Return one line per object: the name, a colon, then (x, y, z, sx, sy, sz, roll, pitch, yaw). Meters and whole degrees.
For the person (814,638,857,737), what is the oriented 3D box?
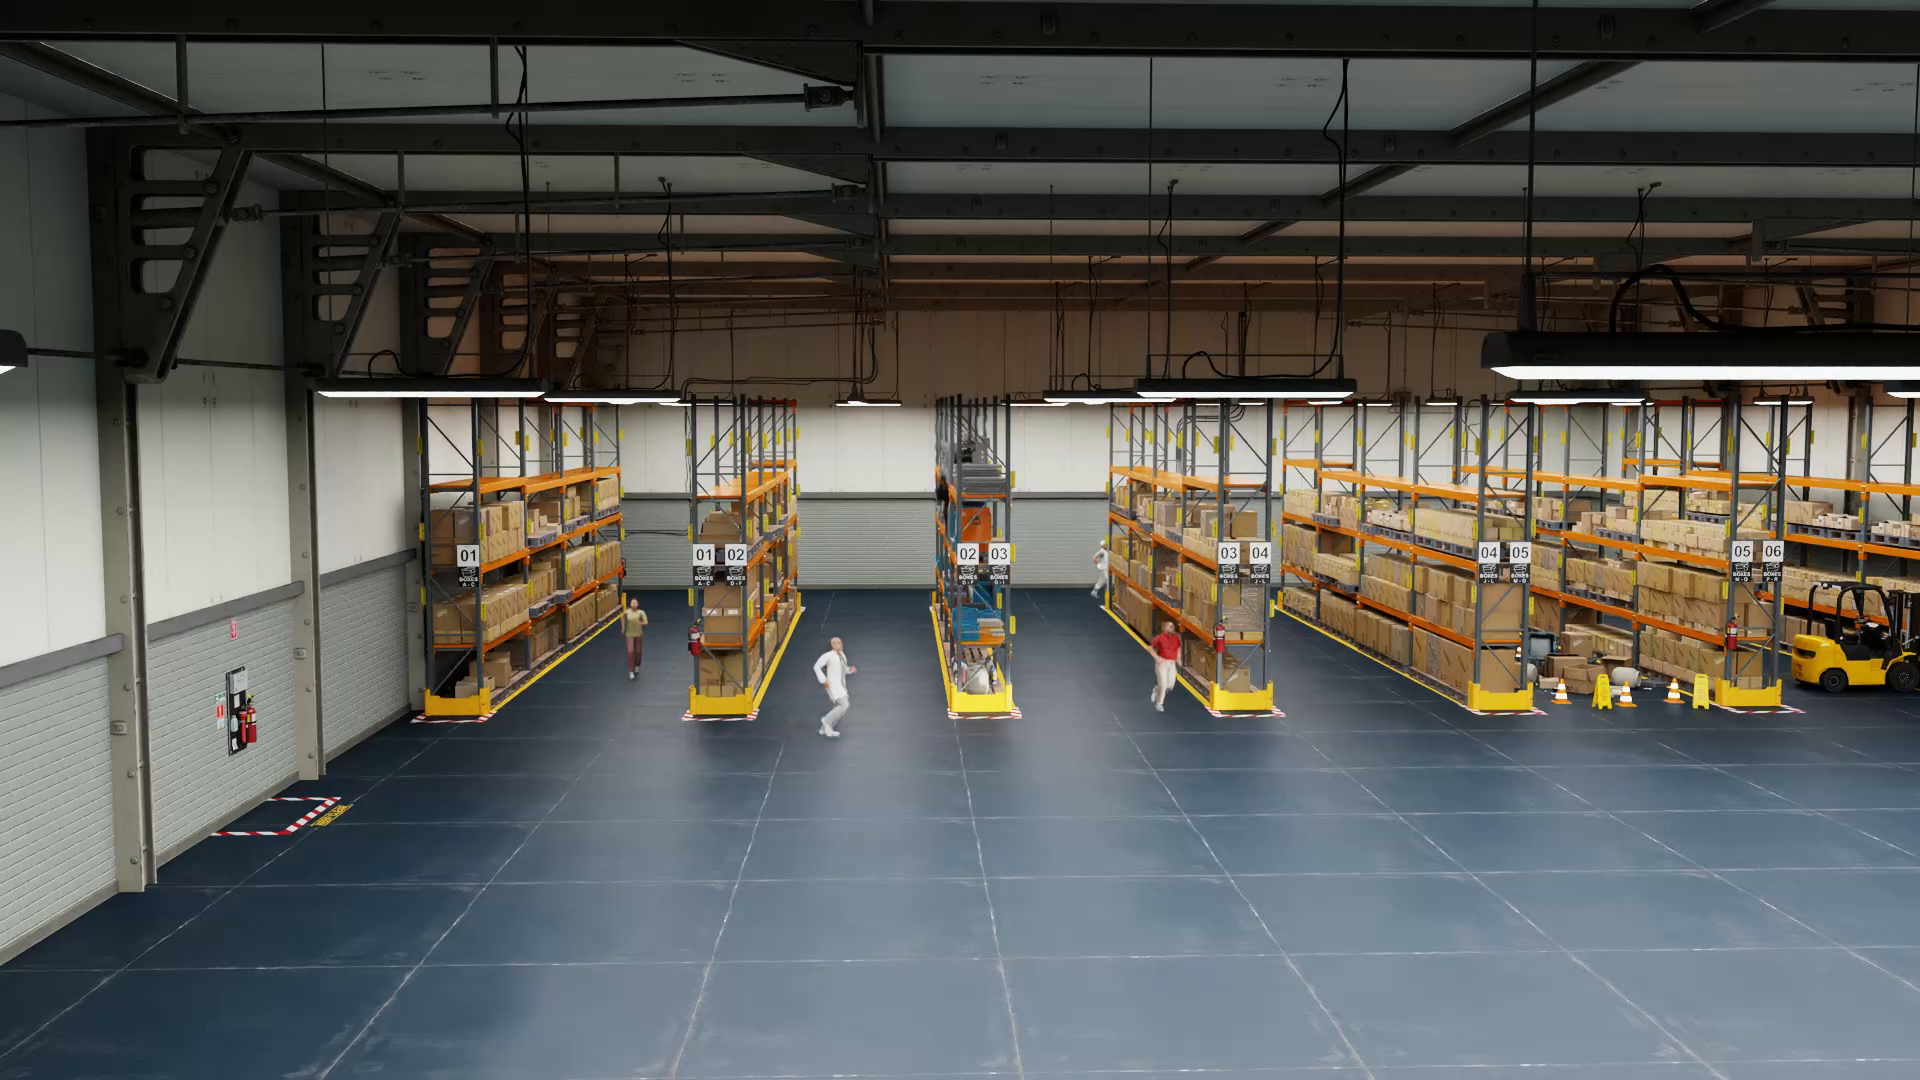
person: (-2.144, 2.570, 28.991, 0.694, 1.741, 0.706, 2, 5, 26)

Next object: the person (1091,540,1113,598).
person: (4.292, 0.918, 49.546, 0.843, 1.838, 0.656, 2, 5, 19)

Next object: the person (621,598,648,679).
person: (-6.952, 2.066, 35.547, 0.568, 1.678, 0.940, -1, 5, -12)

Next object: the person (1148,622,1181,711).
person: (3.938, 2.396, 31.876, 0.740, 1.678, 0.581, -2, 5, -25)
